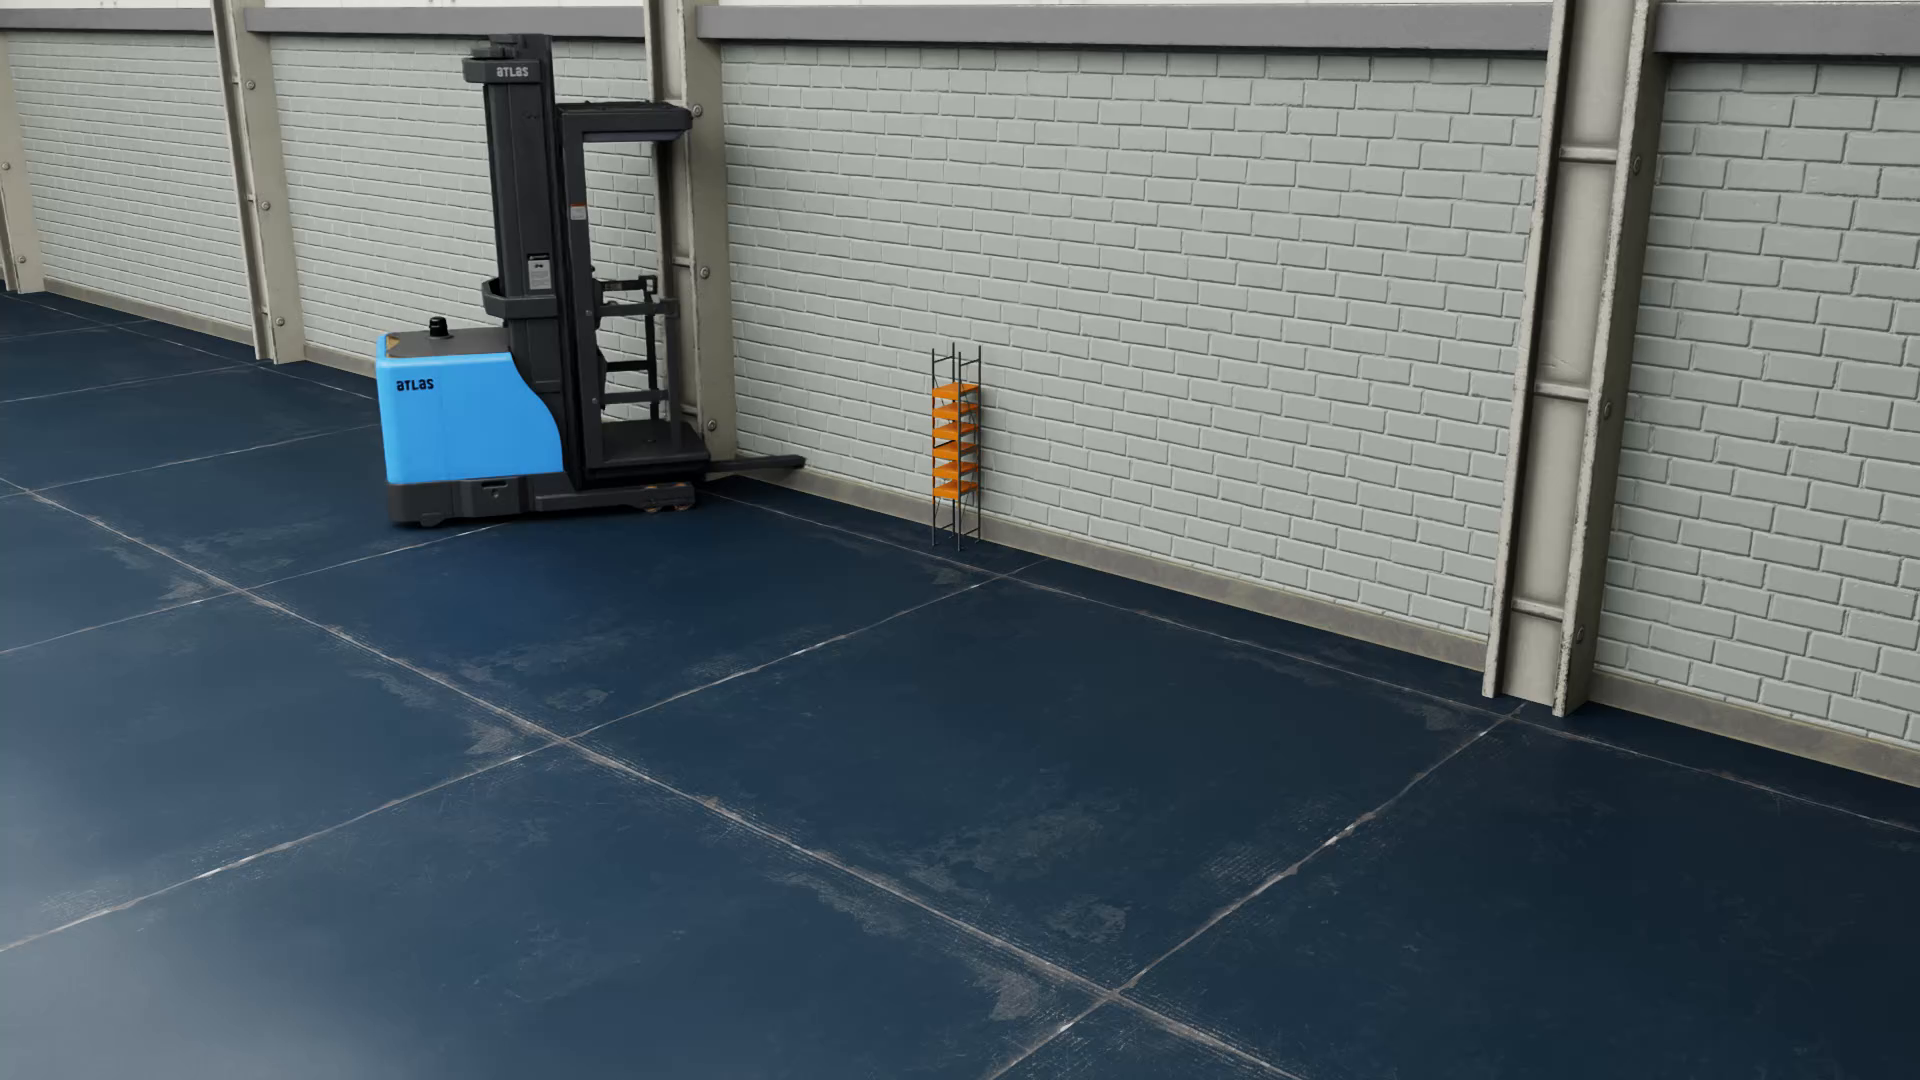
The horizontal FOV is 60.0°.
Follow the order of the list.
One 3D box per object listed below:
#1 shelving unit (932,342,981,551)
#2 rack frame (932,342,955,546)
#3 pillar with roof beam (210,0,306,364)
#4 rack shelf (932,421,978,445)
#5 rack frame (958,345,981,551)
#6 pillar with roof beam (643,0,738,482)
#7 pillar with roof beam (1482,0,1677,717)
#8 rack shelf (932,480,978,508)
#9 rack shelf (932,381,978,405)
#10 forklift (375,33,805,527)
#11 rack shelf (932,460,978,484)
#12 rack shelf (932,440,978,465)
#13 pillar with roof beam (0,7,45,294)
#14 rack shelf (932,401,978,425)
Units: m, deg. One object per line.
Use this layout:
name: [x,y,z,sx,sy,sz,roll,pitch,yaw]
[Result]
shelving unit: [-0.020,-0.552,9.867,0.189,1.200,0.258,11,20,31]
rack frame: [-0.097,-0.567,9.914,0.006,1.200,0.240,11,20,31]
pillar with roof beam: [-9.132,-4.991,10.962,0.400,9.000,9.100,15,23,39]
rack shelf: [-0.020,-0.624,9.844,0.180,0.103,0.258,11,20,31]
rack frame: [0.057,-0.538,9.820,0.006,1.200,0.240,11,20,31]
pillar with roof beam: [-4.644,-3.786,7.166,0.400,9.000,9.100,15,23,39]
pillar with roof beam: [-0.157,-2.582,3.370,0.400,9.000,9.100,15,23,39]
rack shelf: [-0.020,-0.281,9.952,0.180,0.103,0.258,11,20,31]
rack shelf: [-0.020,-0.853,9.772,0.180,0.103,0.258,11,20,31]
forklift: [-2.218,-1.722,10.691,3.031,2.935,1.130,-6,18,-17]
rack shelf: [-0.020,-0.395,9.916,0.180,0.103,0.258,11,20,31]
rack shelf: [-0.020,-0.510,9.880,0.180,0.103,0.258,11,20,31]
pillar with roof beam: [-13.620,-6.196,14.758,0.400,9.000,9.100,15,23,39]
rack shelf: [-0.020,-0.739,9.808,0.180,0.103,0.258,11,20,31]
